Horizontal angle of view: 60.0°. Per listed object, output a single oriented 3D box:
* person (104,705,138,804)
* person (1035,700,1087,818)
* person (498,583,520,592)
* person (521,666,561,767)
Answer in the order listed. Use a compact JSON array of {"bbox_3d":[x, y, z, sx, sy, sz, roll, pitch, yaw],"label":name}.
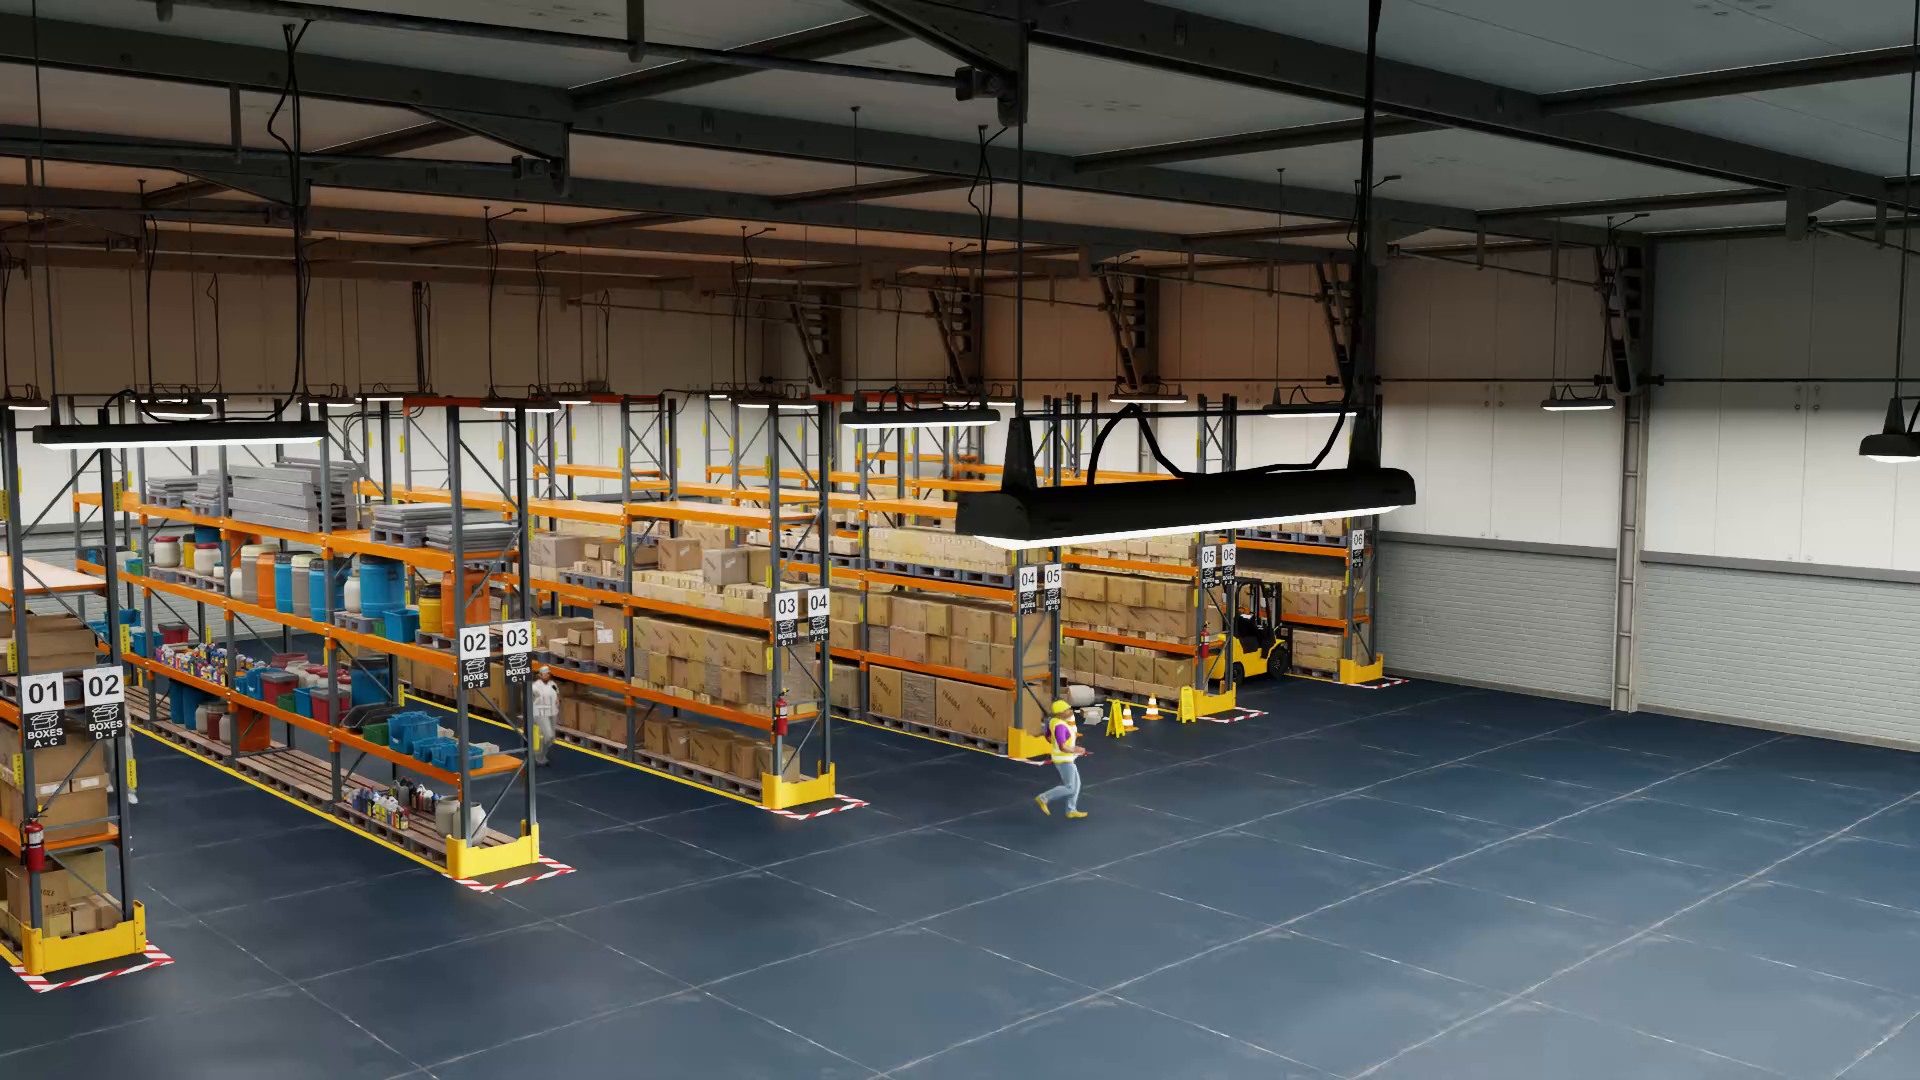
[{"bbox_3d":[-12.666,3.074,24.986,0.956,1.684,0.566,5,7,40],"label":"person"},{"bbox_3d":[1.454,3.161,23.919,0.780,1.730,0.711,-1,6,-7],"label":"person"},{"bbox_3d":[-10.828,1.630,39.723,0.717,1.715,0.578,1,6,13],"label":"person"},{"bbox_3d":[-6.771,2.879,27.199,0.643,1.644,0.582,4,7,39],"label":"person"}]
